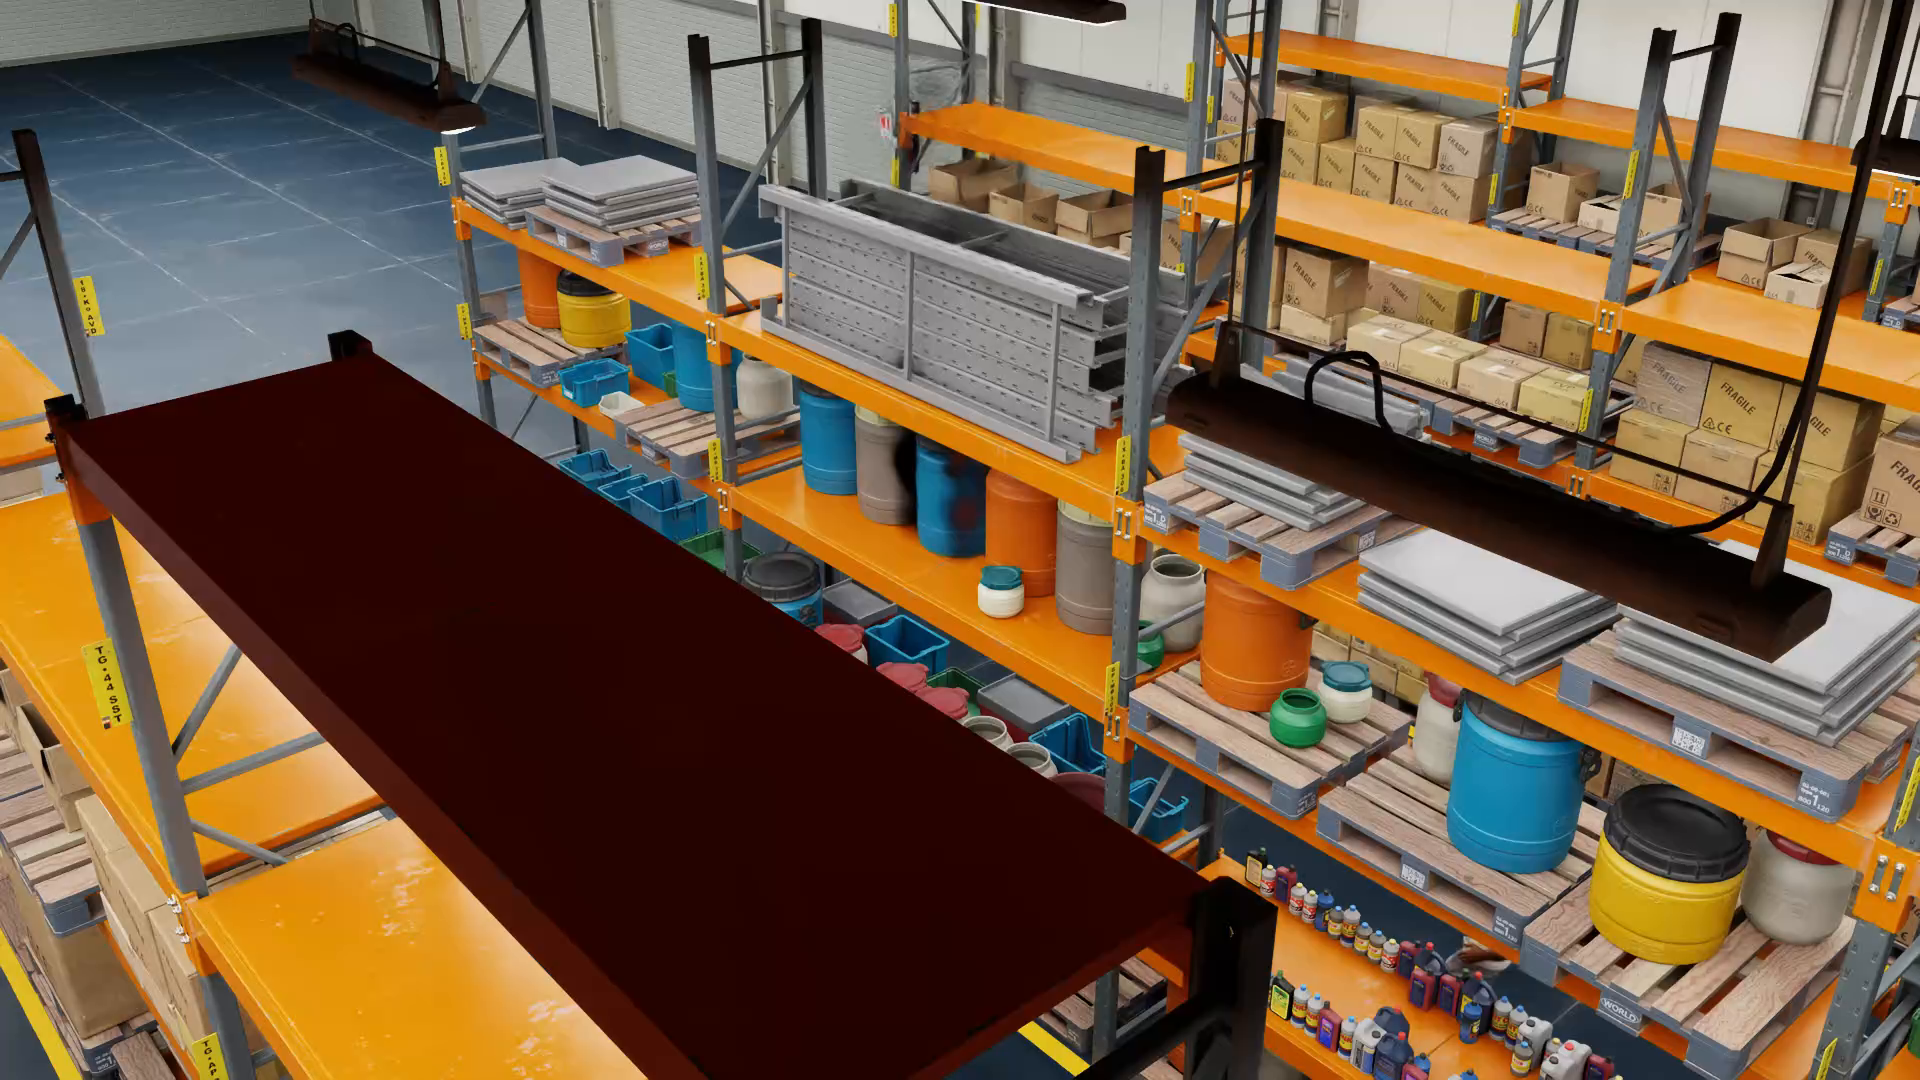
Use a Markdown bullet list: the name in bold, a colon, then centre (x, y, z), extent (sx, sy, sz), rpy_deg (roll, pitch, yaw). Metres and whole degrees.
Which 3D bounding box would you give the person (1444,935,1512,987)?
- **person**: centre (3.320, 2.572, 10.584), extent (0.593, 1.721, 0.686), rpy_deg (22, 34, 36)

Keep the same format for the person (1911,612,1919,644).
- **person**: centre (7.978, 0.897, 13.923), extent (0.933, 1.684, 0.578), rpy_deg (18, 32, 32)
